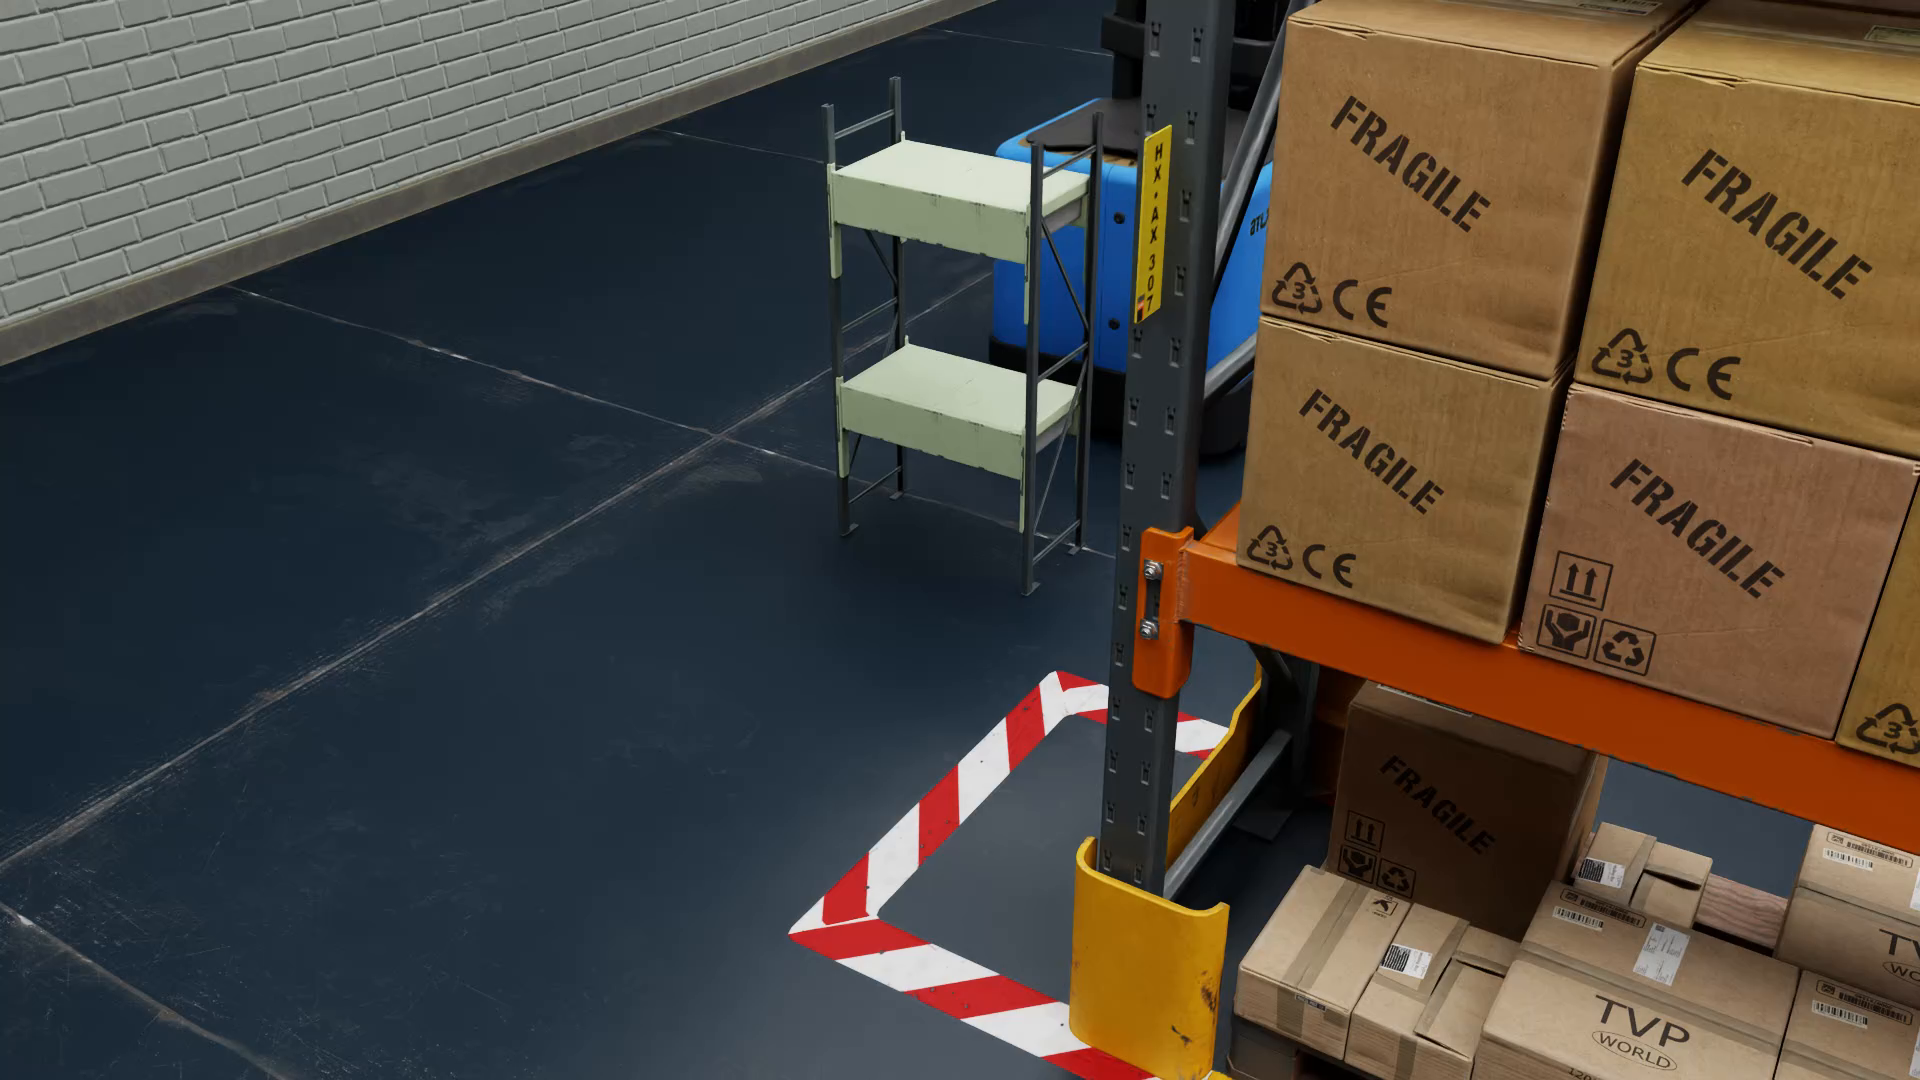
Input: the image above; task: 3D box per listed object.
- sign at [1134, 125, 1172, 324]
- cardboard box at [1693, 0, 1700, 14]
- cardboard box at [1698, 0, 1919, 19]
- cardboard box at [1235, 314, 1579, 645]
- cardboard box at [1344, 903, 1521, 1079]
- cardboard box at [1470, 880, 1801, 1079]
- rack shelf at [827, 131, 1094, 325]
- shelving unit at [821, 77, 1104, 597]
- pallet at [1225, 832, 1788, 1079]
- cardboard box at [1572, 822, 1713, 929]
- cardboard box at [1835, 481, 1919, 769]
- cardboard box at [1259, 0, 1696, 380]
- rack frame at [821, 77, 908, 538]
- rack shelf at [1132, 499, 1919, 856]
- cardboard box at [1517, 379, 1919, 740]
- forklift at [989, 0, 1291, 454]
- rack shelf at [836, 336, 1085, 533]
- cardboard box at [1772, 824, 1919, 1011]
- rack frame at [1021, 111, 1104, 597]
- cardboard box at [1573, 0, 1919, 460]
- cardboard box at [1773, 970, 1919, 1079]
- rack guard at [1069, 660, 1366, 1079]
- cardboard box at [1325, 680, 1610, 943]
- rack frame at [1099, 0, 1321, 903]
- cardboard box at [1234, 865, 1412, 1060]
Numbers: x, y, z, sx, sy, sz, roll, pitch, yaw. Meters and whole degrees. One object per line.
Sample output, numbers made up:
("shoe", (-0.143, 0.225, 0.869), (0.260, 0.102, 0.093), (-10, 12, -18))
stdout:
("sign", (0.330, -0.535, 2.831), (0.005, 0.325, 0.100), (18, 35, 27))
("cardboard box", (1.141, -0.865, 3.165), (0.500, 0.500, 0.500), (17, 34, 27))
("cardboard box", (1.569, -0.730, 2.934), (0.500, 0.500, 0.500), (19, 35, 29))
("cardboard box", (0.854, -0.204, 3.024), (0.500, 0.500, 0.500), (18, 35, 28))
("cardboard box", (1.002, 0.967, 3.490), (0.250, 0.166, 0.380), (18, 35, 27))
("cardboard box", (1.351, 1.006, 3.341), (0.500, 0.250, 0.500), (18, 35, 27))
("rack shelf", (0.006, -0.983, 5.172), (0.720, 0.370, 0.431), (18, 35, 27))
("shelving unit", (0.006, -0.646, 5.369), (0.755, 1.500, 0.431), (18, 35, 27))
("pallet", (1.358, 1.046, 3.748), (1.213, 0.211, 1.003), (18, 35, 27))
("cardboard box", (1.505, 0.829, 3.727), (0.250, 0.166, 0.380), (18, 35, 27))
("cardboard box", (1.717, 0.068, 2.558), (0.500, 0.500, 0.500), (17, 35, 27))
("cardboard box", (0.854, -0.636, 2.772), (0.500, 0.500, 0.500), (19, 35, 29))
("rack frame", (-0.304, -0.744, 5.537), (0.023, 1.500, 0.400), (18, 35, 27))
("rack shelf", (2.312, 0.454, 2.709), (4.000, 0.370, 1.077), (18, 35, 27))
("cardboard box", (1.293, -0.068, 2.791), (0.500, 0.500, 0.500), (17, 34, 27))
("forklift", (1.334, -2.284, 6.756), (1.130, 2.935, 3.031), (18, 35, 28))
("rack shelf", (0.006, -0.364, 5.533), (0.720, 0.370, 0.431), (18, 35, 27))
("cardboard box", (1.998, 0.913, 3.500), (0.500, 0.250, 0.500), (18, 35, 27))
("rack frame", (0.316, -0.548, 5.201), (0.023, 1.500, 0.400), (18, 35, 27))
("cardboard box", (1.300, -0.499, 2.537), (0.500, 0.500, 0.500), (18, 35, 28))
("cardboard box", (1.775, 1.140, 3.111), (0.500, 0.250, 0.500), (18, 35, 27))
("rack guard", (0.682, 0.708, 4.041), (0.348, 0.500, 1.175), (18, 35, 27))
("cardboard box", (1.209, 0.538, 3.895), (0.500, 0.500, 0.500), (18, 35, 27))
("rack frame", (0.618, -0.392, 3.446), (0.127, 3.000, 1.000), (18, 35, 27))
("cardboard box", (0.790, 0.908, 3.610), (0.250, 0.149, 0.380), (18, 35, 27))
